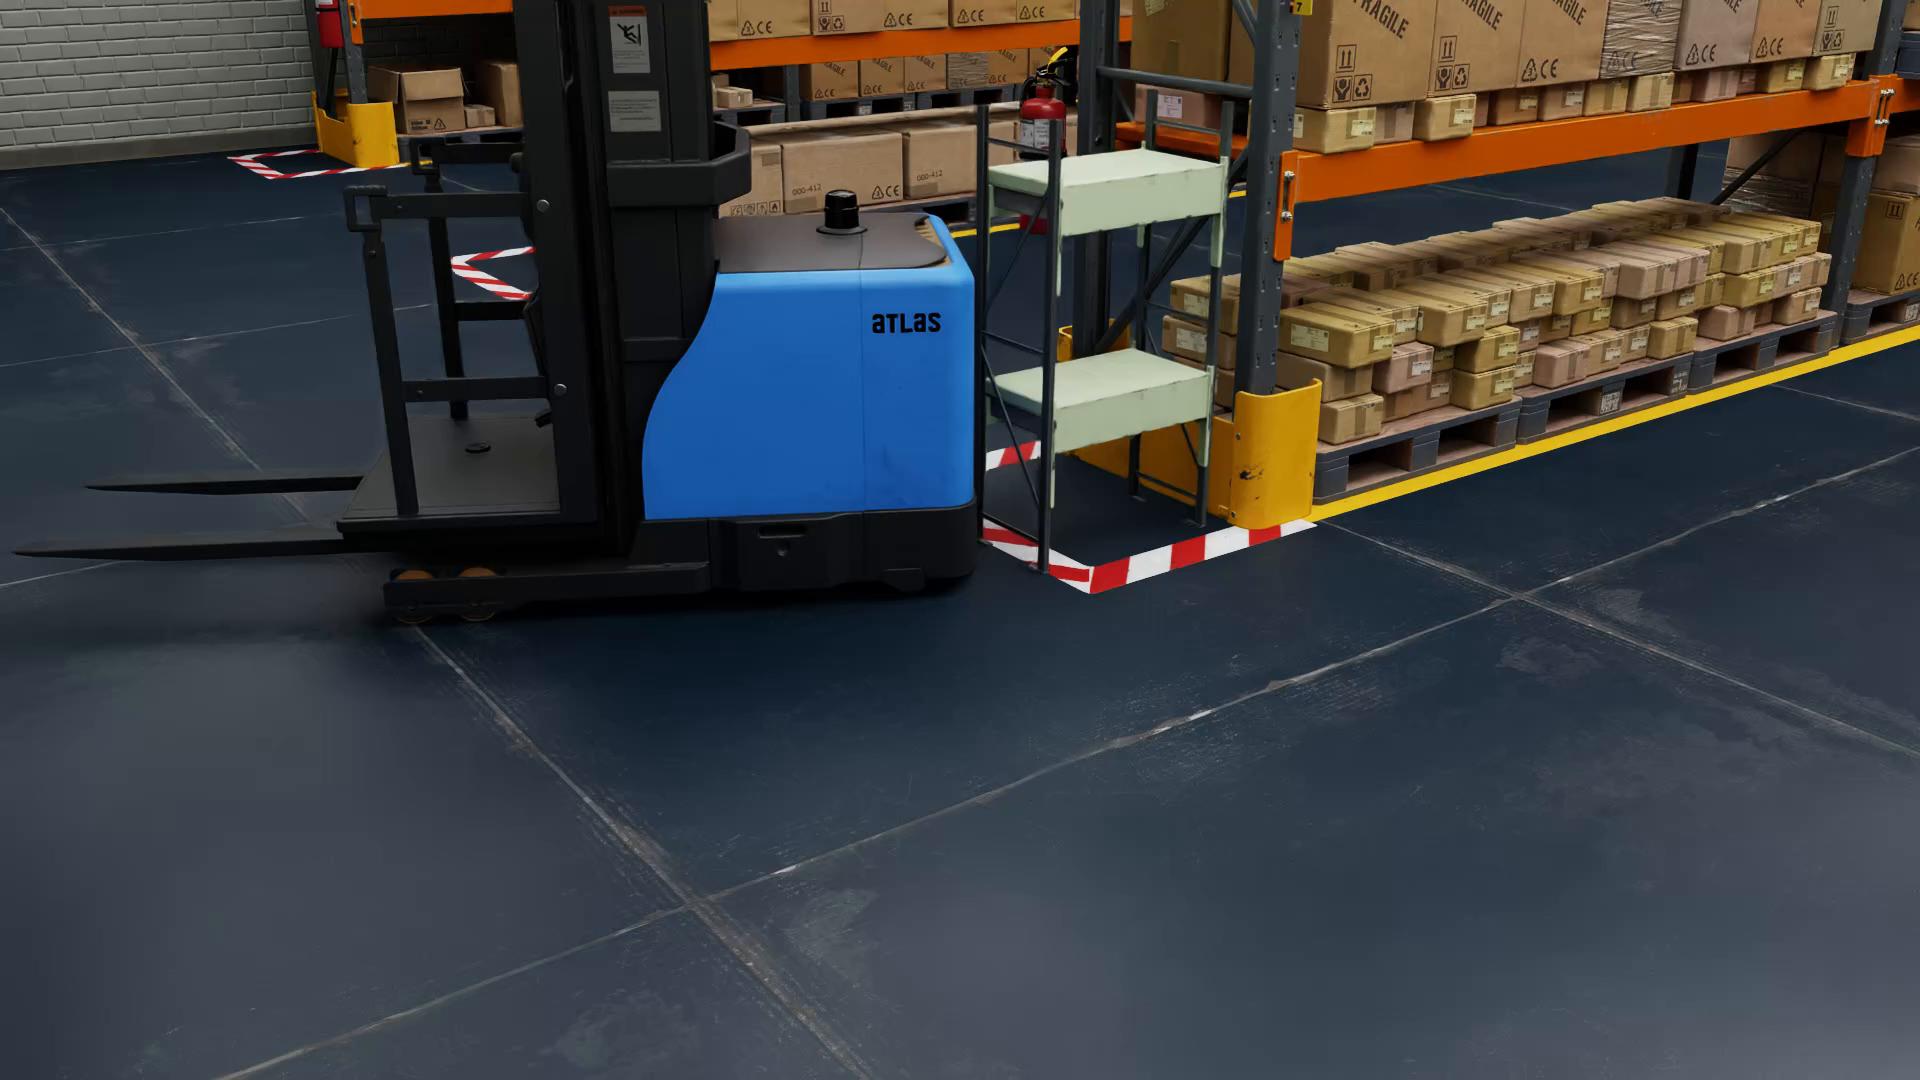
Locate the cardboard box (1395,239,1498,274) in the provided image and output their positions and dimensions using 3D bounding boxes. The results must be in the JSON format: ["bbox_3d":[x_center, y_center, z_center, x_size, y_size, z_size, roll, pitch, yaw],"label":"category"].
[{"bbox_3d":[2.150,-1.220,7.384,0.250,0.149,0.380,-16,27,-35],"label":"cardboard box"}]

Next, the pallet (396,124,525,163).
[{"bbox_3d":[-4.383,-3.469,14.306,1.213,0.211,1.003,-15,26,-33],"label":"pallet"}]

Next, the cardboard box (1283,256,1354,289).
[{"bbox_3d":[1.438,-1.085,7.045,0.250,0.149,0.380,-16,27,-34],"label":"cardboard box"}]

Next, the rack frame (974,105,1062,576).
[{"bbox_3d":[0.177,-0.639,5.463,0.023,1.500,0.400,-15,27,-34],"label":"rack frame"}]

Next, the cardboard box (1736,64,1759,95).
[{"bbox_3d":[3.288,-2.069,7.372,0.250,0.149,0.380,-16,27,-34],"label":"cardboard box"}]

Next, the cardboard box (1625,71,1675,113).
[{"bbox_3d":[2.708,-1.872,6.880,0.250,0.149,0.380,-14,26,-32],"label":"cardboard box"}]

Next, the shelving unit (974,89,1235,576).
[{"bbox_3d":[0.471,-0.719,5.666,0.755,1.500,0.431,-15,27,-34],"label":"shelving unit"}]

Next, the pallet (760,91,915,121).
[{"bbox_3d":[-1.207,-4.333,16.471,1.213,0.211,1.003,-15,26,-33],"label":"pallet"}]

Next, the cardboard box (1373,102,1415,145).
[{"bbox_3d":[1.420,-1.538,6.041,0.250,0.149,0.380,-14,26,-31],"label":"cardboard box"}]

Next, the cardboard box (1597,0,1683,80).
[{"bbox_3d":[2.544,-2.152,6.705,0.500,0.500,0.500,-16,27,-34],"label":"cardboard box"}]

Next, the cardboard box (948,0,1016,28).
[{"bbox_3d":[0.016,-3.591,10.714,0.500,0.500,0.500,-15,26,-34],"label":"cardboard box"}]

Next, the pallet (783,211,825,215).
[{"bbox_3d":[-1.586,-1.984,10.584,1.213,0.211,1.003,-15,26,-33],"label":"pallet"}]

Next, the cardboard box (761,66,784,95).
[{"bbox_3d":[-1.619,-4.670,16.359,0.500,0.500,0.500,-15,26,-33],"label":"cardboard box"}]

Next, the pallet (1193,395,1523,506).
[{"bbox_3d":[1.525,-0.502,6.869,1.213,0.211,1.003,-15,26,-33],"label":"pallet"}]

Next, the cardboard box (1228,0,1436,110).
[{"bbox_3d":[1.309,-1.814,5.859,0.500,0.500,0.500,-14,25,-30],"label":"cardboard box"}]

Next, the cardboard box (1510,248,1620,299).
[{"bbox_3d":[2.612,-1.148,7.203,0.250,0.149,0.380,-15,26,-33],"label":"cardboard box"}]

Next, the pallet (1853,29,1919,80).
[{"bbox_3d":[4.736,-2.514,8.407,1.213,0.211,1.003,-15,26,-33],"label":"pallet"}]

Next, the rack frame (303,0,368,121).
[{"bbox_3d":[-5.092,-4.575,13.314,0.127,3.000,1.000,-15,26,-33],"label":"rack frame"}]

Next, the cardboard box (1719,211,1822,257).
[{"bbox_3d":[3.893,-1.473,8.018,0.250,0.149,0.380,-14,26,-31],"label":"cardboard box"}]

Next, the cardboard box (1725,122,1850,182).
[{"bbox_3d":[4.487,-2.101,8.908,0.500,0.250,0.500,-16,27,-34],"label":"cardboard box"}]

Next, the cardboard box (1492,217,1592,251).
[{"bbox_3d":[2.742,-1.411,7.862,0.250,0.149,0.380,-14,26,-32],"label":"cardboard box"}]

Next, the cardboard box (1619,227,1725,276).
[{"bbox_3d":[3.255,-1.317,7.627,0.250,0.149,0.380,-14,26,-31],"label":"cardboard box"}]

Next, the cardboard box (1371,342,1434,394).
[{"bbox_3d":[1.614,-0.703,6.489,0.250,0.149,0.380,-15,26,-33],"label":"cardboard box"}]

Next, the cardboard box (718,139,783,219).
[{"bbox_3d":[-1.712,-2.261,10.405,0.875,0.438,0.875,-16,27,-35],"label":"cardboard box"}]

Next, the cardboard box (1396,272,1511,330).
[{"bbox_3d":[1.993,-0.964,6.743,0.250,0.149,0.380,-16,27,-35],"label":"cardboard box"}]

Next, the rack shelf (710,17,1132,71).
[{"bbox_3d":[-0.566,-3.181,10.792,4.000,0.370,1.077,-15,26,-33],"label":"rack shelf"}]

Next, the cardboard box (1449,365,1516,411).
[{"bbox_3d":[2.029,-0.663,6.790,0.250,0.149,0.380,-15,26,-32],"label":"cardboard box"}]

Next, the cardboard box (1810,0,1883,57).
[{"bbox_3d":[3.803,-2.476,7.518,0.500,0.500,0.500,-15,26,-33],"label":"cardboard box"}]

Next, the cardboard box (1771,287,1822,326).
[{"bbox_3d":[3.911,-1.165,8.048,0.250,0.149,0.380,-15,26,-32],"label":"cardboard box"}]

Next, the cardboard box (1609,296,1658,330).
[{"bbox_3d":[2.855,-1.063,7.392,0.250,0.149,0.380,-16,27,-35],"label":"cardboard box"}]

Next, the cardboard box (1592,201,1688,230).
[{"bbox_3d":[3.371,-1.574,8.272,0.250,0.149,0.380,-13,25,-30],"label":"cardboard box"}]

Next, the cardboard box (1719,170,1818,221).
[{"bbox_3d":[4.484,-1.751,9.044,0.500,0.500,0.500,-16,26,-34],"label":"cardboard box"}]

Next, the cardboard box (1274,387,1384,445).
[{"bbox_3d":[1.395,-0.503,6.390,0.250,0.149,0.380,-14,26,-32],"label":"cardboard box"}]

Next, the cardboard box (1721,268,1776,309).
[{"bbox_3d":[3.540,-1.201,7.737,0.250,0.149,0.380,-16,27,-35],"label":"cardboard box"}]

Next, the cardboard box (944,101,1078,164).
[{"bbox_3d":[0.485,-2.850,11.881,0.875,0.438,0.875,-15,26,-34],"label":"cardboard box"}]

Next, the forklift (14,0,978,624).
[{"bbox_3d":[-1.497,-1.274,5.220,3.031,2.867,1.129,-2,22,-6],"label":"forklift"}]

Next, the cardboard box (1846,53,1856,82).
[{"bbox_3d":[3.935,-2.232,7.782,0.250,0.149,0.380,-15,26,-33],"label":"cardboard box"}]

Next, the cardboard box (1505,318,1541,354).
[{"bbox_3d":[2.192,-0.891,6.961,0.250,0.149,0.380,-16,27,-35],"label":"cardboard box"}]

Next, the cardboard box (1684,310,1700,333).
[{"bbox_3d":[3.189,-1.036,7.726,0.250,0.149,0.380,-16,27,-34],"label":"cardboard box"}]

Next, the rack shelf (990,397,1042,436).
[{"bbox_3d":[0.470,-0.483,5.762,0.664,0.071,0.332,-15,27,-34],"label":"rack shelf"}]

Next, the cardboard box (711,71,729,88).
[{"bbox_3d":[-2.519,-4.315,15.724,0.500,0.311,0.500,-14,26,-31],"label":"cardboard box"}]

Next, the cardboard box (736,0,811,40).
[{"bbox_3d":[-1.238,-3.264,9.895,0.500,0.500,0.500,-15,26,-34],"label":"cardboard box"}]

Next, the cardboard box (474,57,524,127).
[{"bbox_3d":[-3.823,-3.886,14.394,0.500,0.500,0.700,-14,26,-31],"label":"cardboard box"}]

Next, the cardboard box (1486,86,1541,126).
[{"bbox_3d":[2.034,-1.728,6.520,0.250,0.149,0.380,-15,26,-33],"label":"cardboard box"}]

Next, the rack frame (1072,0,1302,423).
[{"bbox_3d":[0.783,-1.615,5.897,0.127,3.000,1.000,-15,26,-33],"label":"rack frame"}]

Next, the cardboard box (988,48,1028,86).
[{"bbox_3d":[0.349,-4.965,17.098,0.500,0.500,0.500,-14,25,-31],"label":"cardboard box"}]

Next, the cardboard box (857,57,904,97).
[{"bbox_3d":[-0.894,-4.630,16.259,0.500,0.500,0.500,-15,26,-34],"label":"cardboard box"}]

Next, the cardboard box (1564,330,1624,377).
[{"bbox_3d":[2.643,-0.842,7.240,0.250,0.149,0.380,-15,26,-33],"label":"cardboard box"}]

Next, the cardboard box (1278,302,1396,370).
[{"bbox_3d":[1.407,-0.774,6.265,0.250,0.149,0.380,-16,27,-35],"label":"cardboard box"}]
